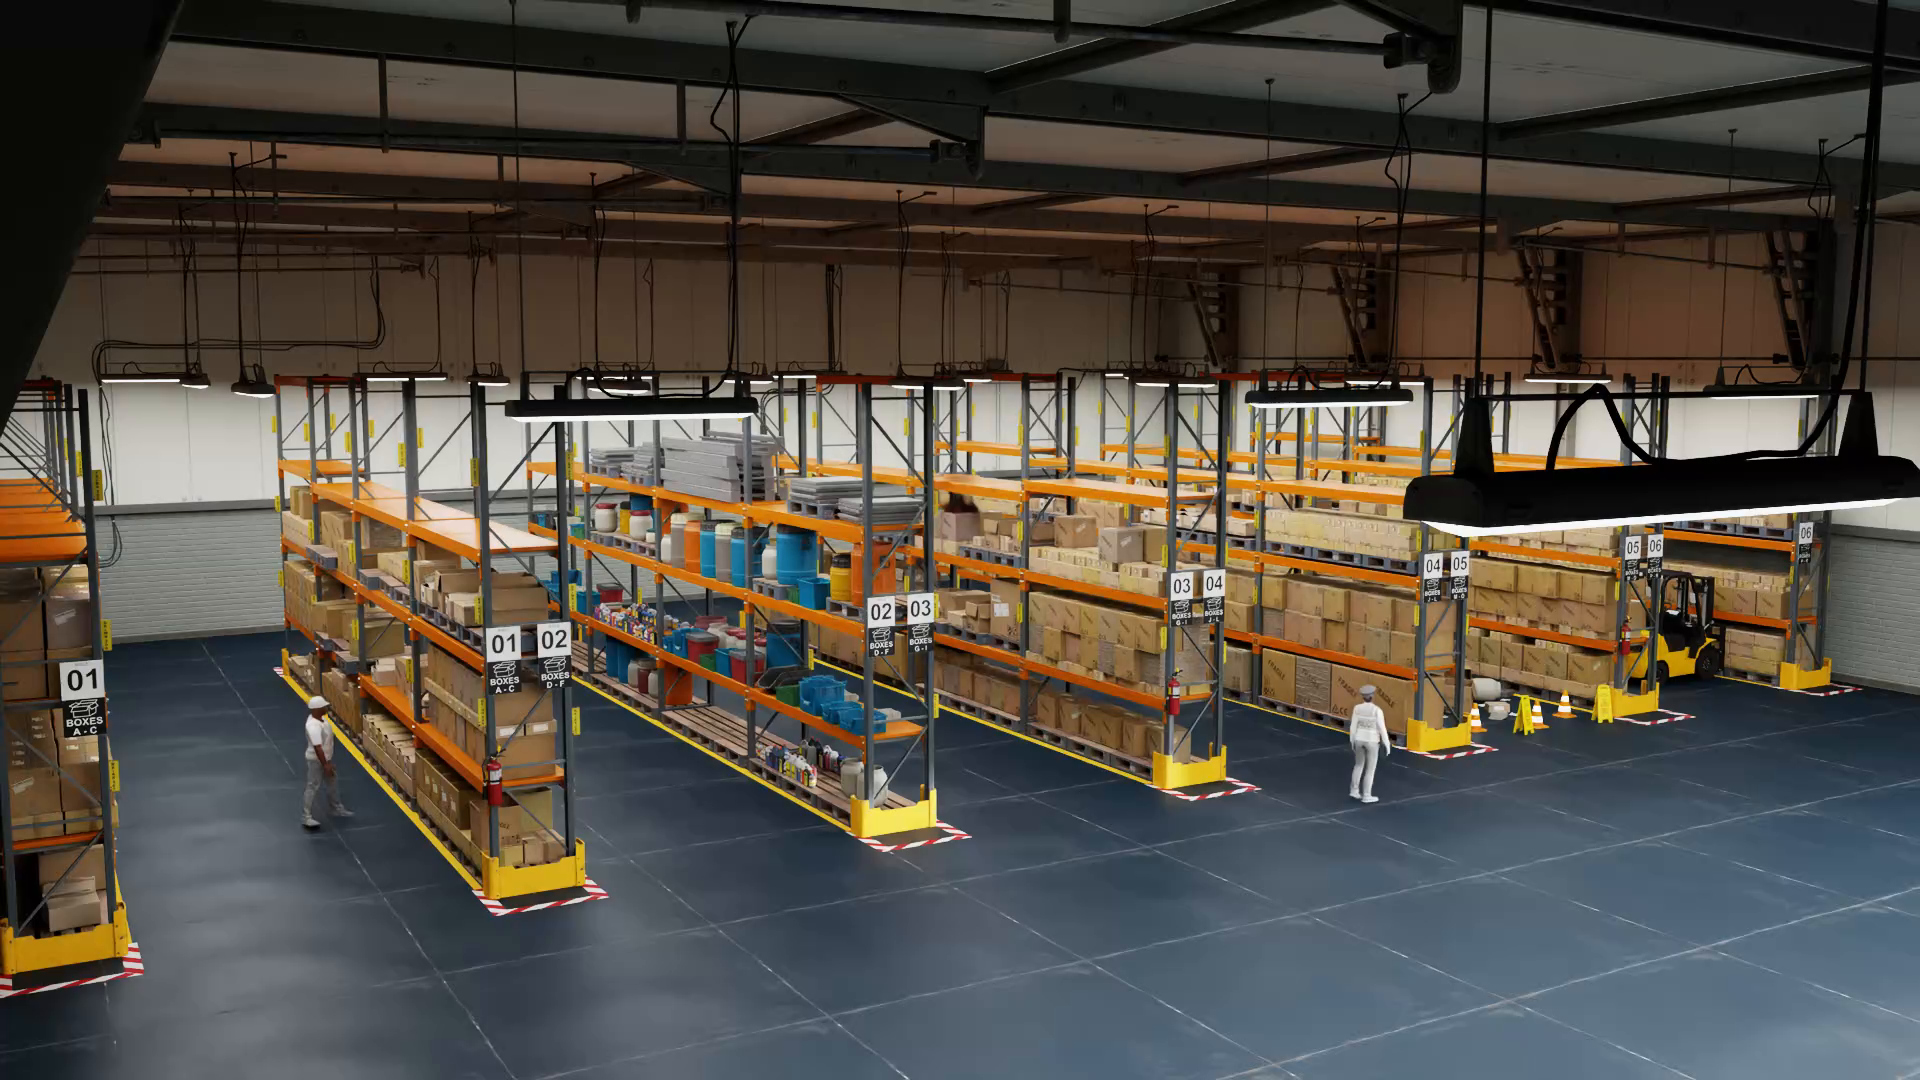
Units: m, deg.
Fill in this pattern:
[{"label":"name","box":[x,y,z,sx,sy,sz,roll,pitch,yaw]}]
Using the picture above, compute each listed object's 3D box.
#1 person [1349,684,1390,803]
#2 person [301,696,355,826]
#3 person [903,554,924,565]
[{"label":"person","box":[5.855,2.926,23.743,0.569,1.705,0.355,5,8,41]},{"label":"person","box":[-8.673,2.987,22.672,0.583,1.780,0.708,0,6,-2]},{"label":"person","box":[-1.180,0.864,41.772,0.599,1.785,0.520,5,8,38]}]
